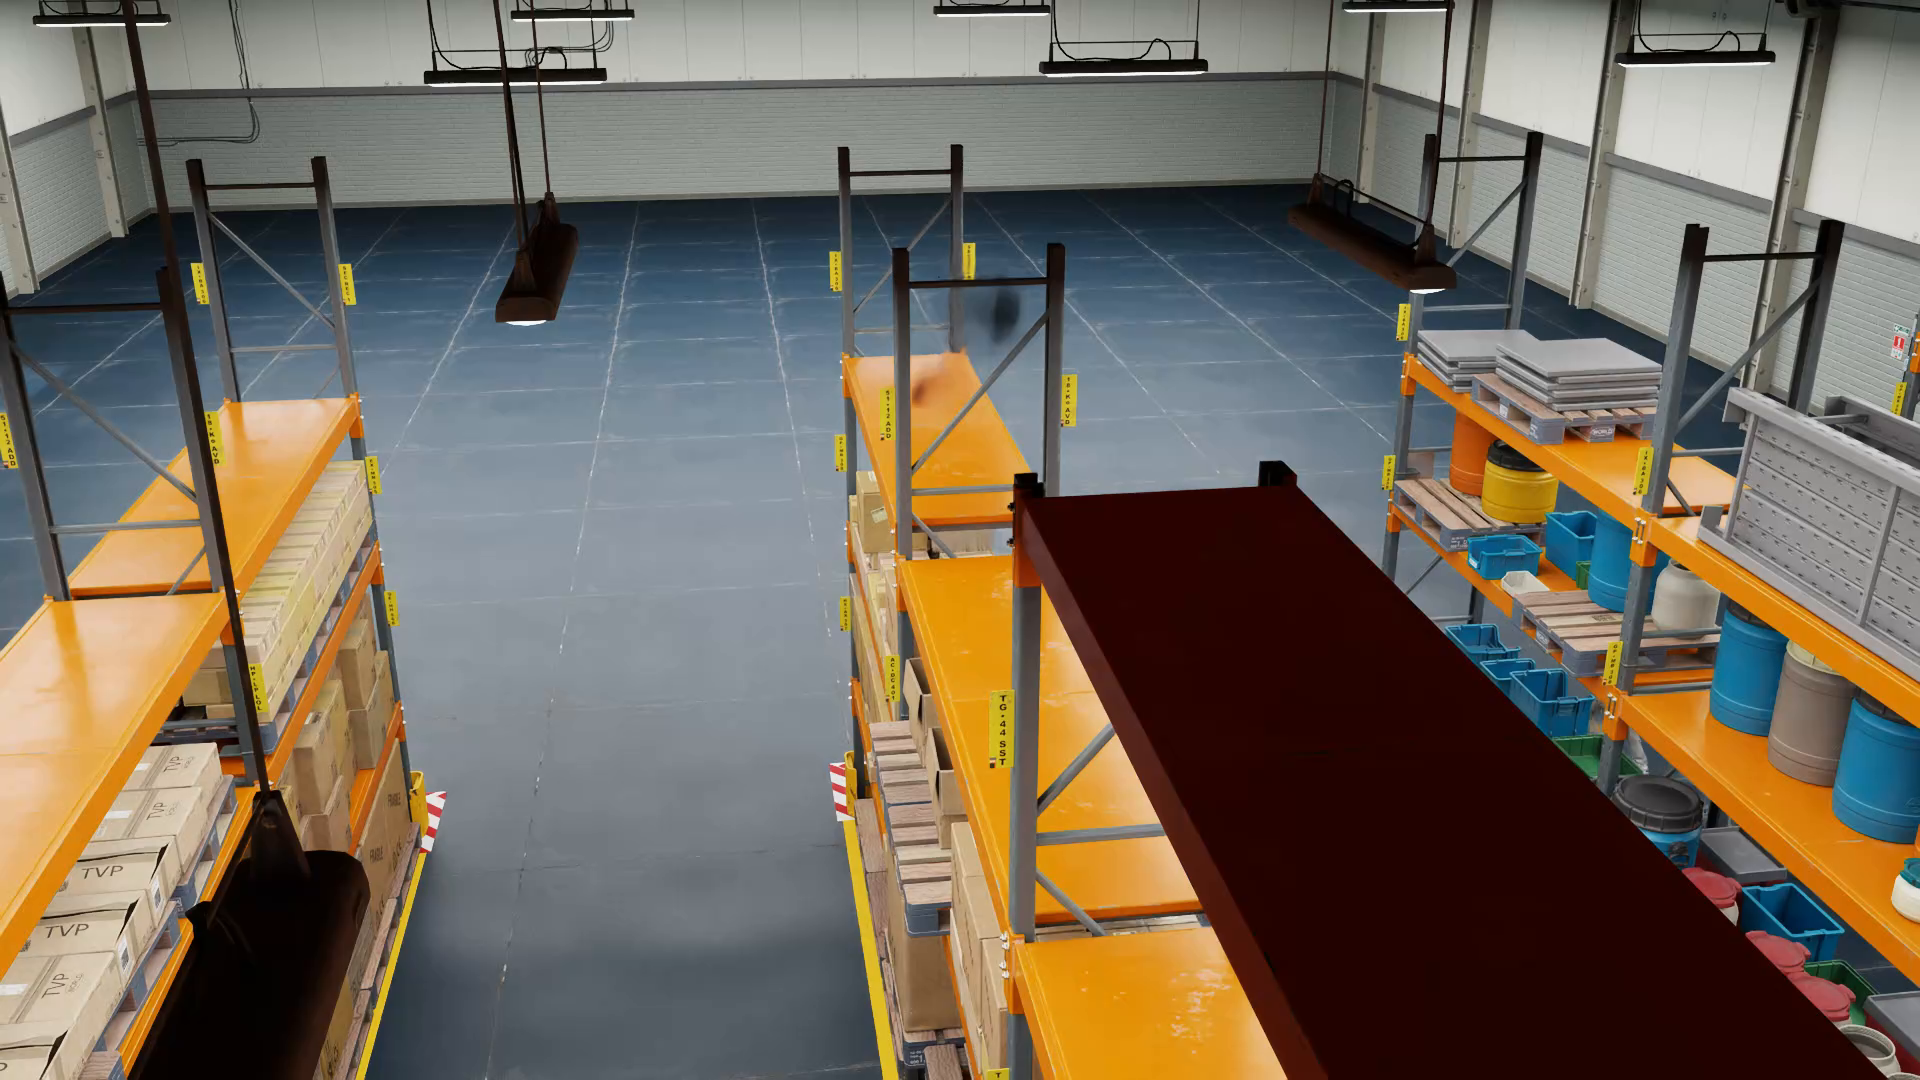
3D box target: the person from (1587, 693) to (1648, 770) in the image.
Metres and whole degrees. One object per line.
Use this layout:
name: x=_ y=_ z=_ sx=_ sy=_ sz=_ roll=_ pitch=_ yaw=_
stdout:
person: x=6.166 y=1.504 z=15.725 sx=0.581 sy=1.652 sz=0.704 roll=-12 pitch=25 yaw=-28
